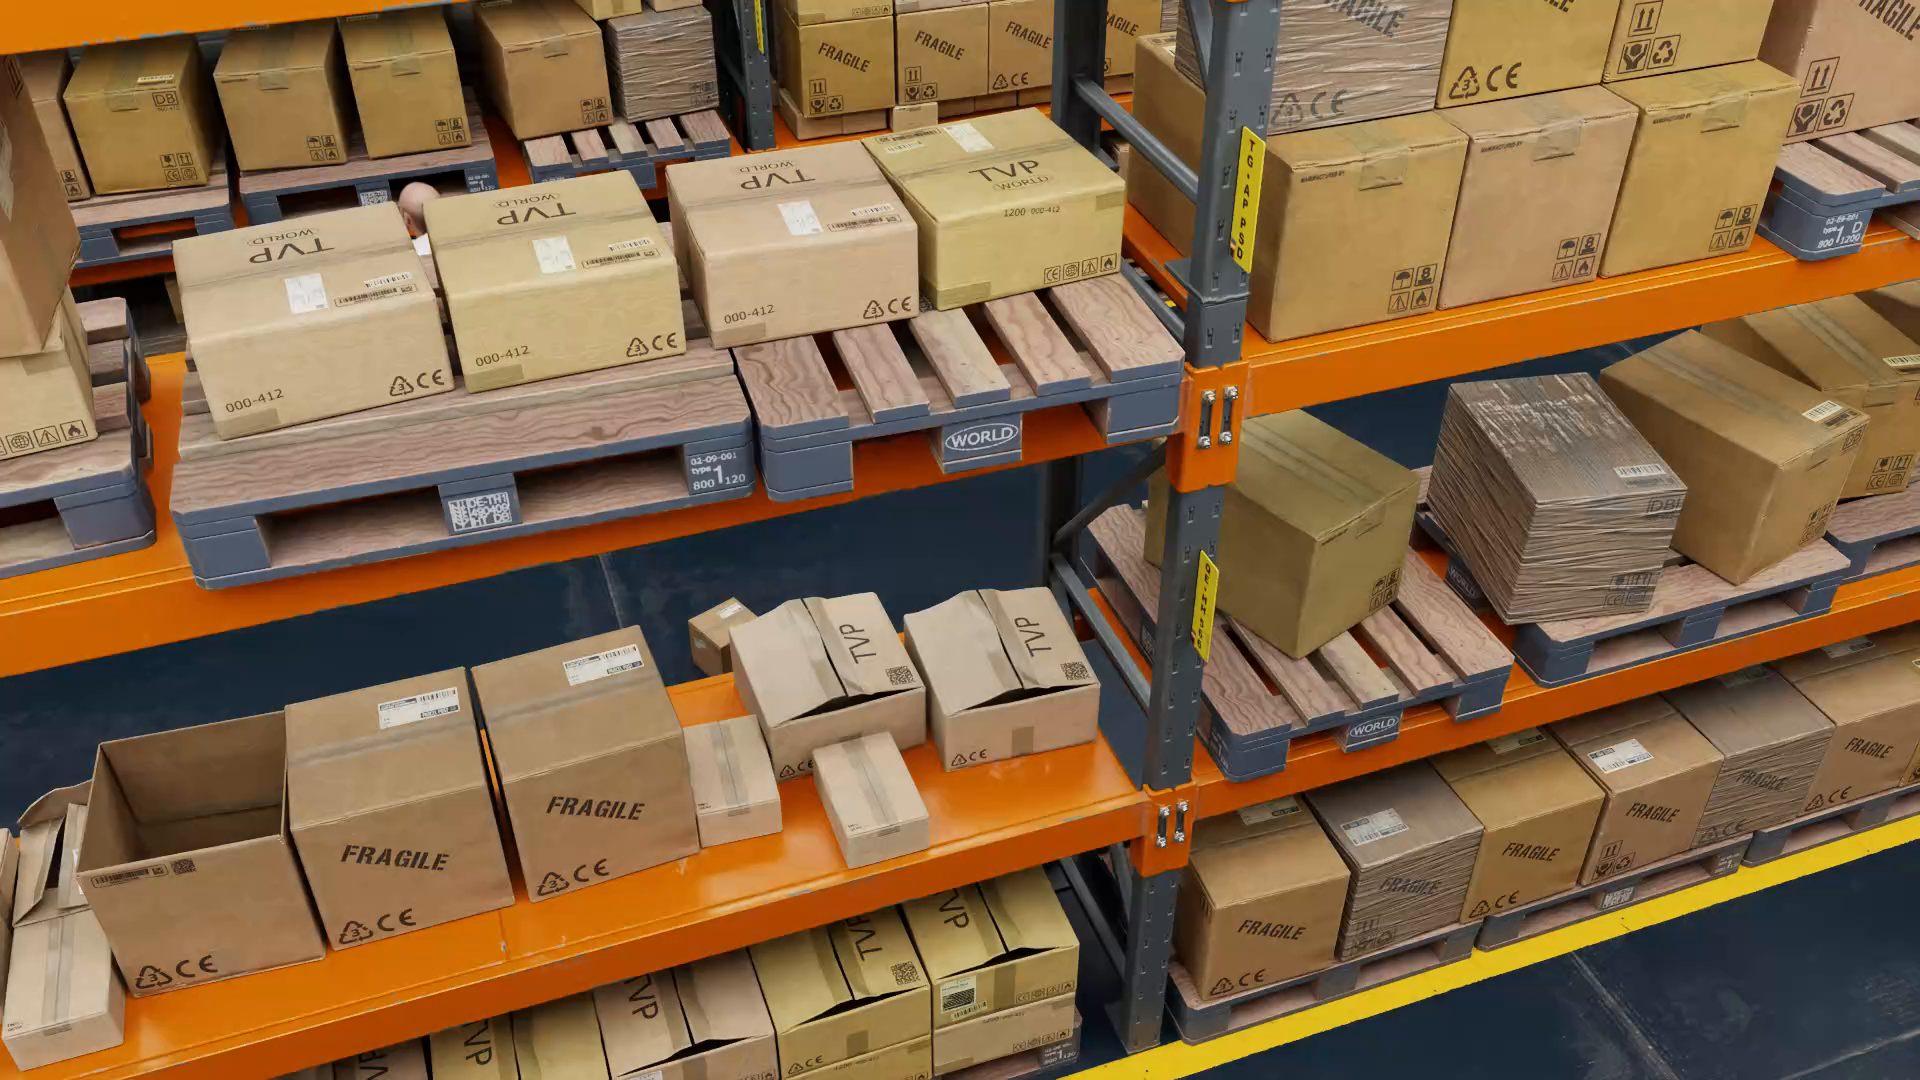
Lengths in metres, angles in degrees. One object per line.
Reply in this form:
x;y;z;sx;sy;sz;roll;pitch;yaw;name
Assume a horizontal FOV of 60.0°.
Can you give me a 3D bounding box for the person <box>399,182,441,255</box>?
-2.470;-0.892;7.965;0.391;1.782;0.547;19;41;23;person
